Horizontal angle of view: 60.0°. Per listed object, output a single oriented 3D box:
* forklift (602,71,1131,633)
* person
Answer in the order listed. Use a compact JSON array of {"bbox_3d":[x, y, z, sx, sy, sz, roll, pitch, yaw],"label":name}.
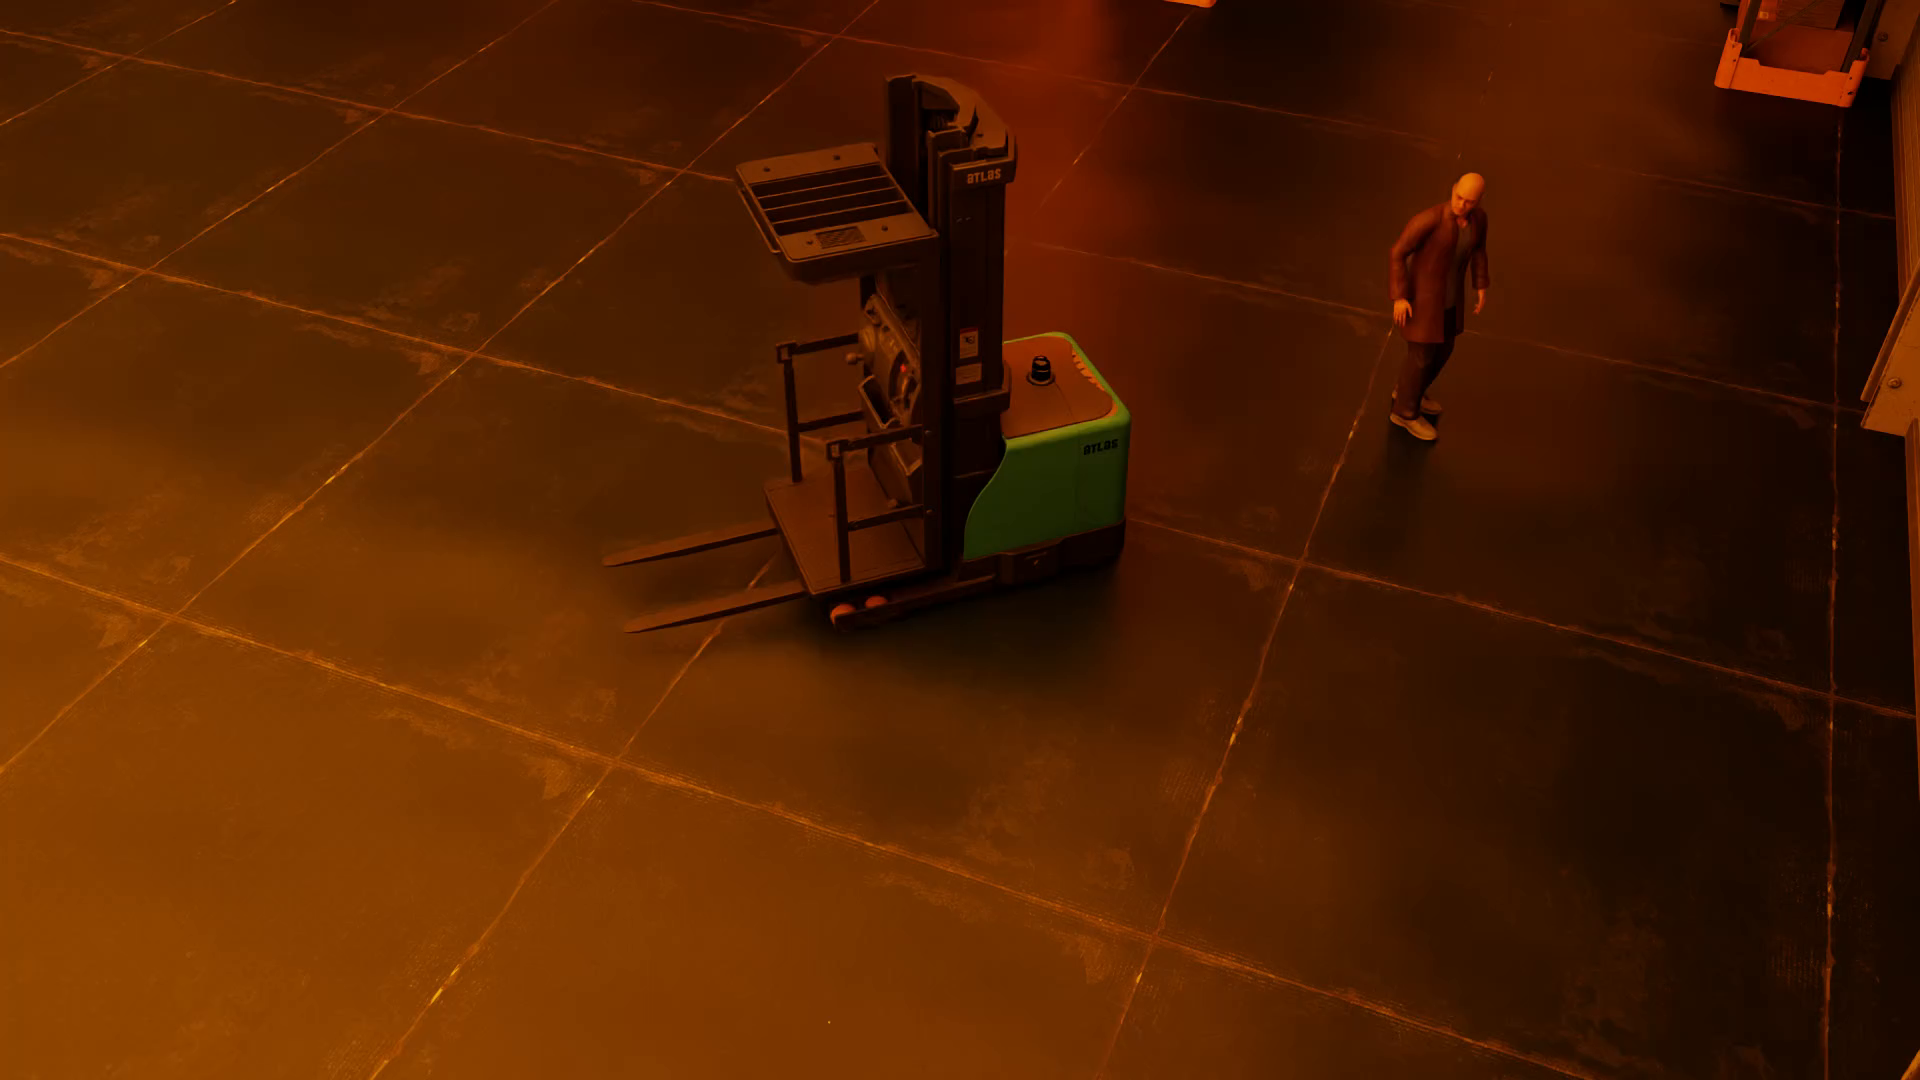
[{"bbox_3d":[-0.577,-0.974,9.170,3.031,2.935,1.130,-13,42,-15],"label":"forklift"},{"bbox_3d":[3.133,-1.524,10.736,0.787,1.766,0.561,-23,45,-25],"label":"person"}]
